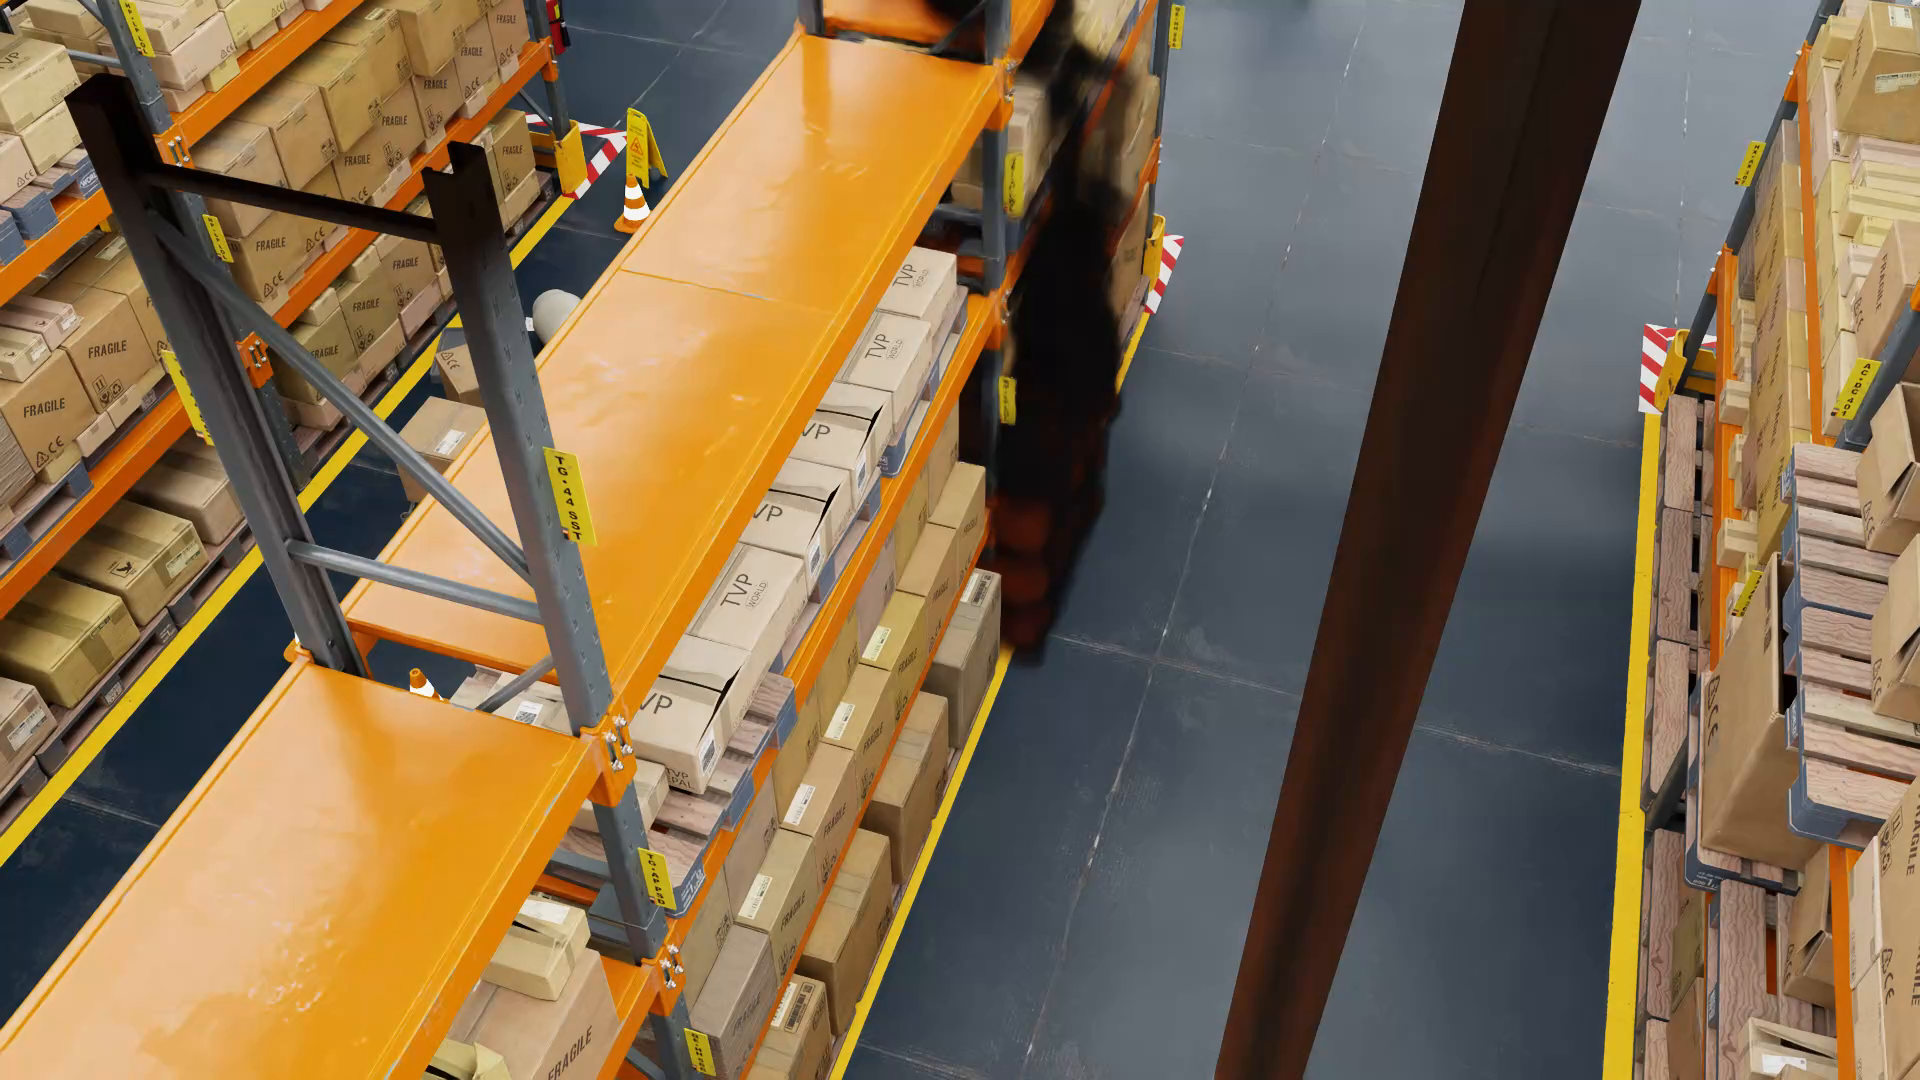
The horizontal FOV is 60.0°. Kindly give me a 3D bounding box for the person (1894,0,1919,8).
[{"bbox_3d":[7.886,-4.015,13.812,0.646,1.839,0.758,-34,55,-29],"label":"person"}]
